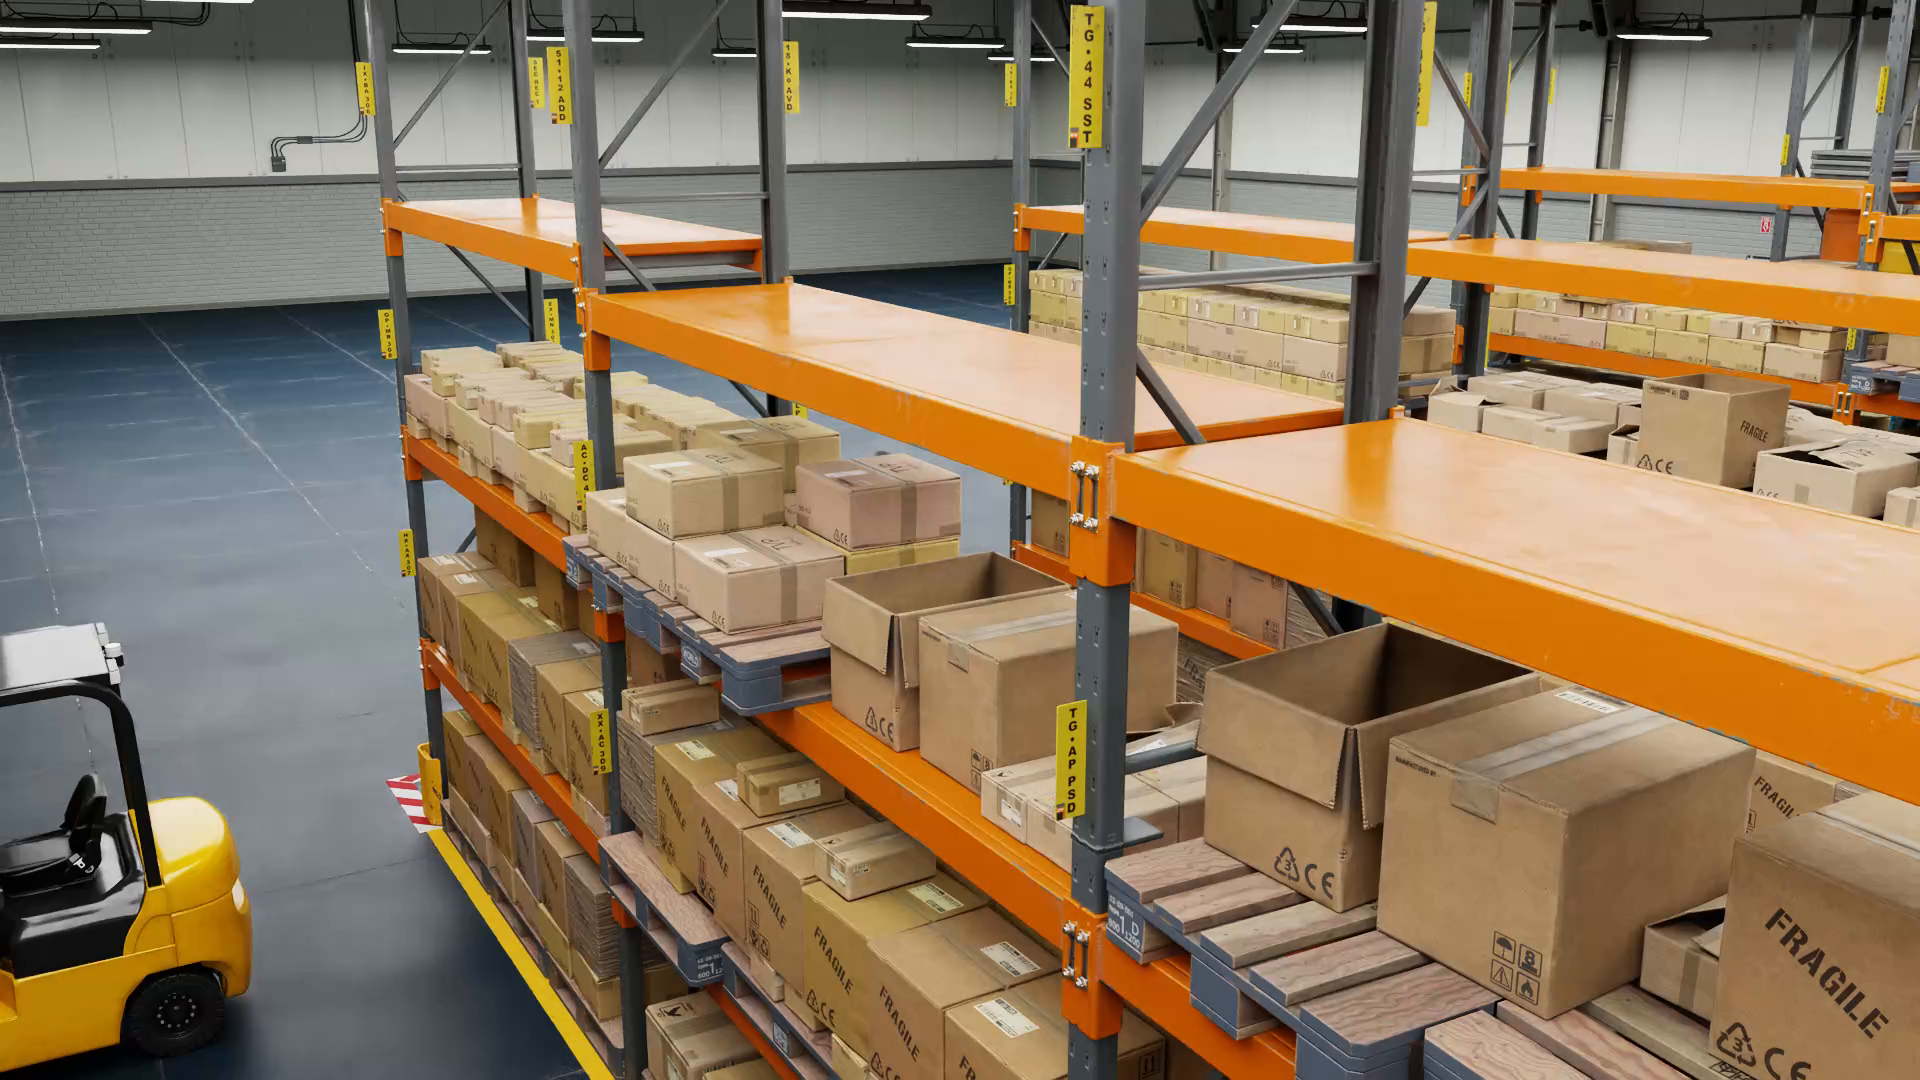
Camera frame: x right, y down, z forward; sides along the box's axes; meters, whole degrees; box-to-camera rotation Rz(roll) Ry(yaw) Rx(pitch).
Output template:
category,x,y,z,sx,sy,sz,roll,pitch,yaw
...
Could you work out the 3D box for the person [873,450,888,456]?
category,x,y,z,sx,sy,sz,roll,pitch,yaw
person,-0.712,-0.062,16.259,0.506,1.655,0.347,-10,18,-32
